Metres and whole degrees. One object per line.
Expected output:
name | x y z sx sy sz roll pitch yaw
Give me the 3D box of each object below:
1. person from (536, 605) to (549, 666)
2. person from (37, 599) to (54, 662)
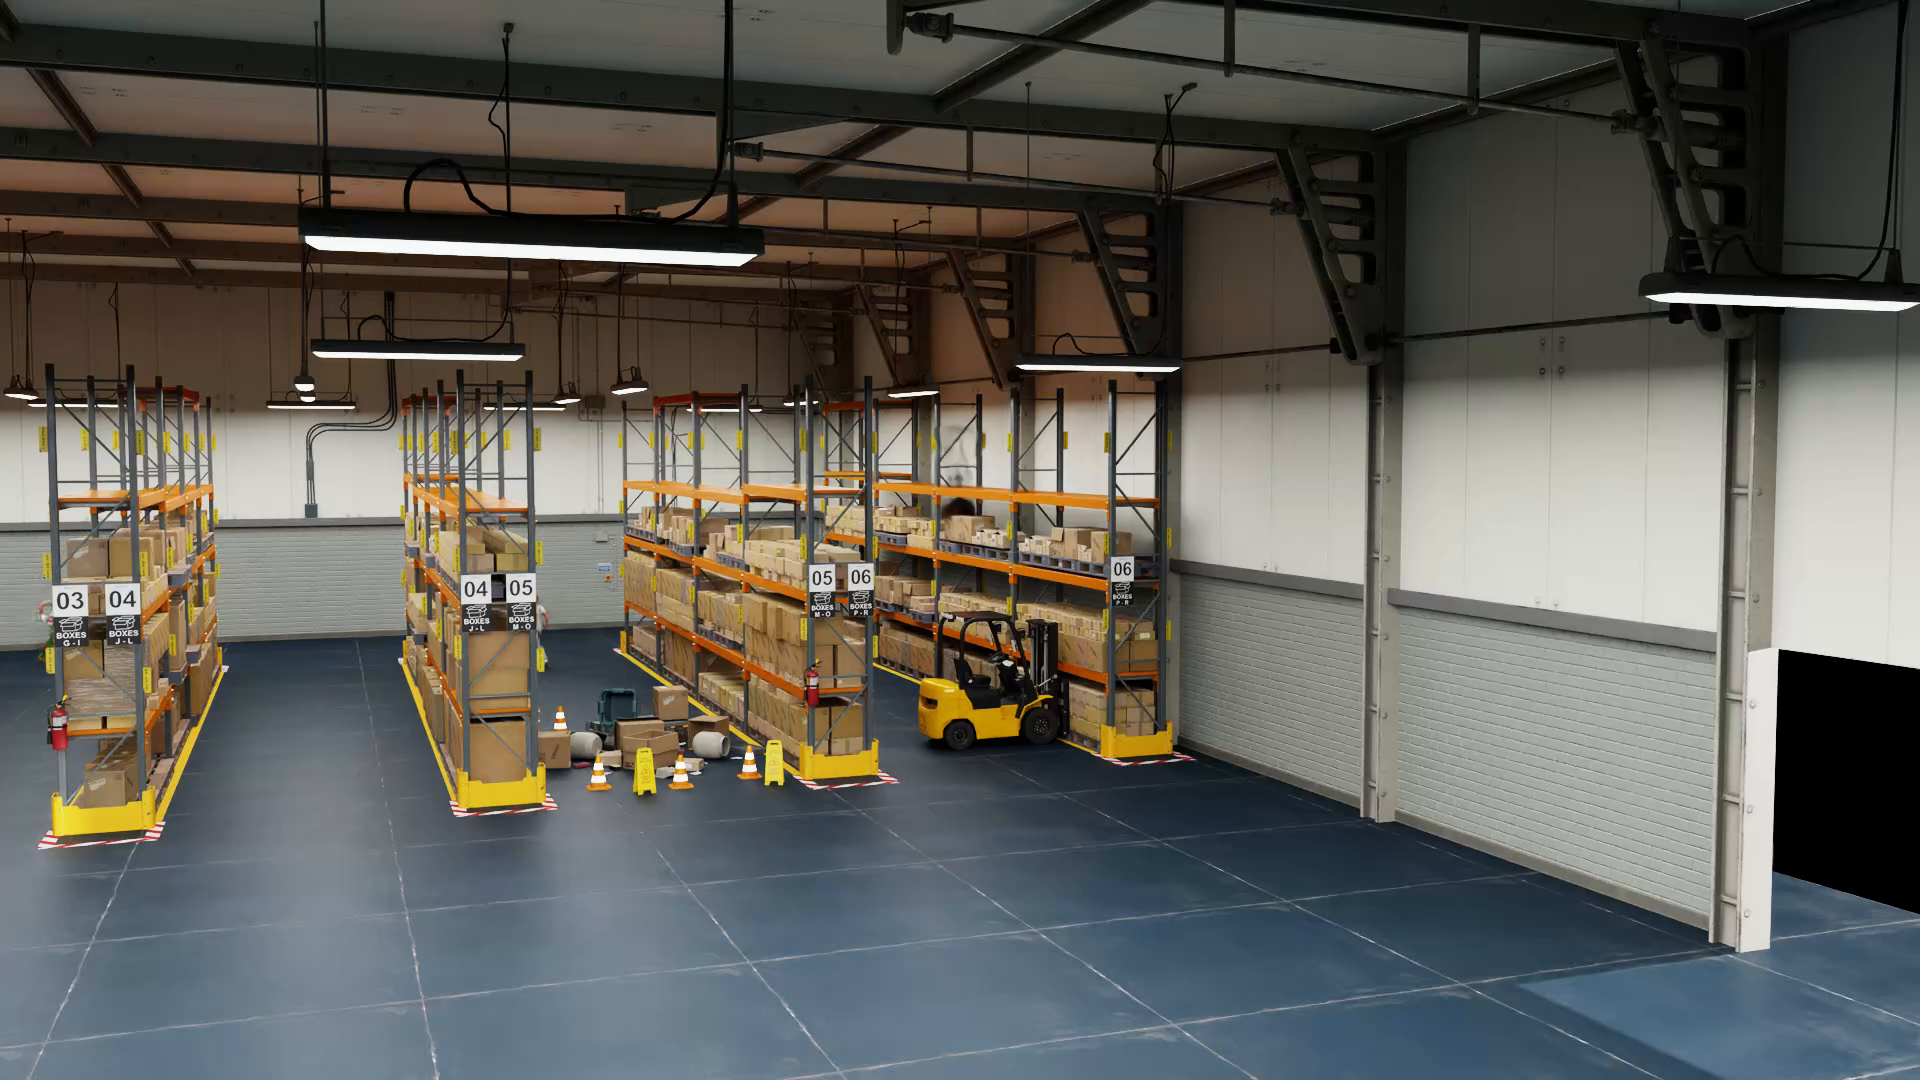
person | -9.455 2.053 37.092 0.581 1.614 0.813 -2 4 -28
person | -20.364 1.939 37.474 0.956 1.767 0.648 0 3 5
